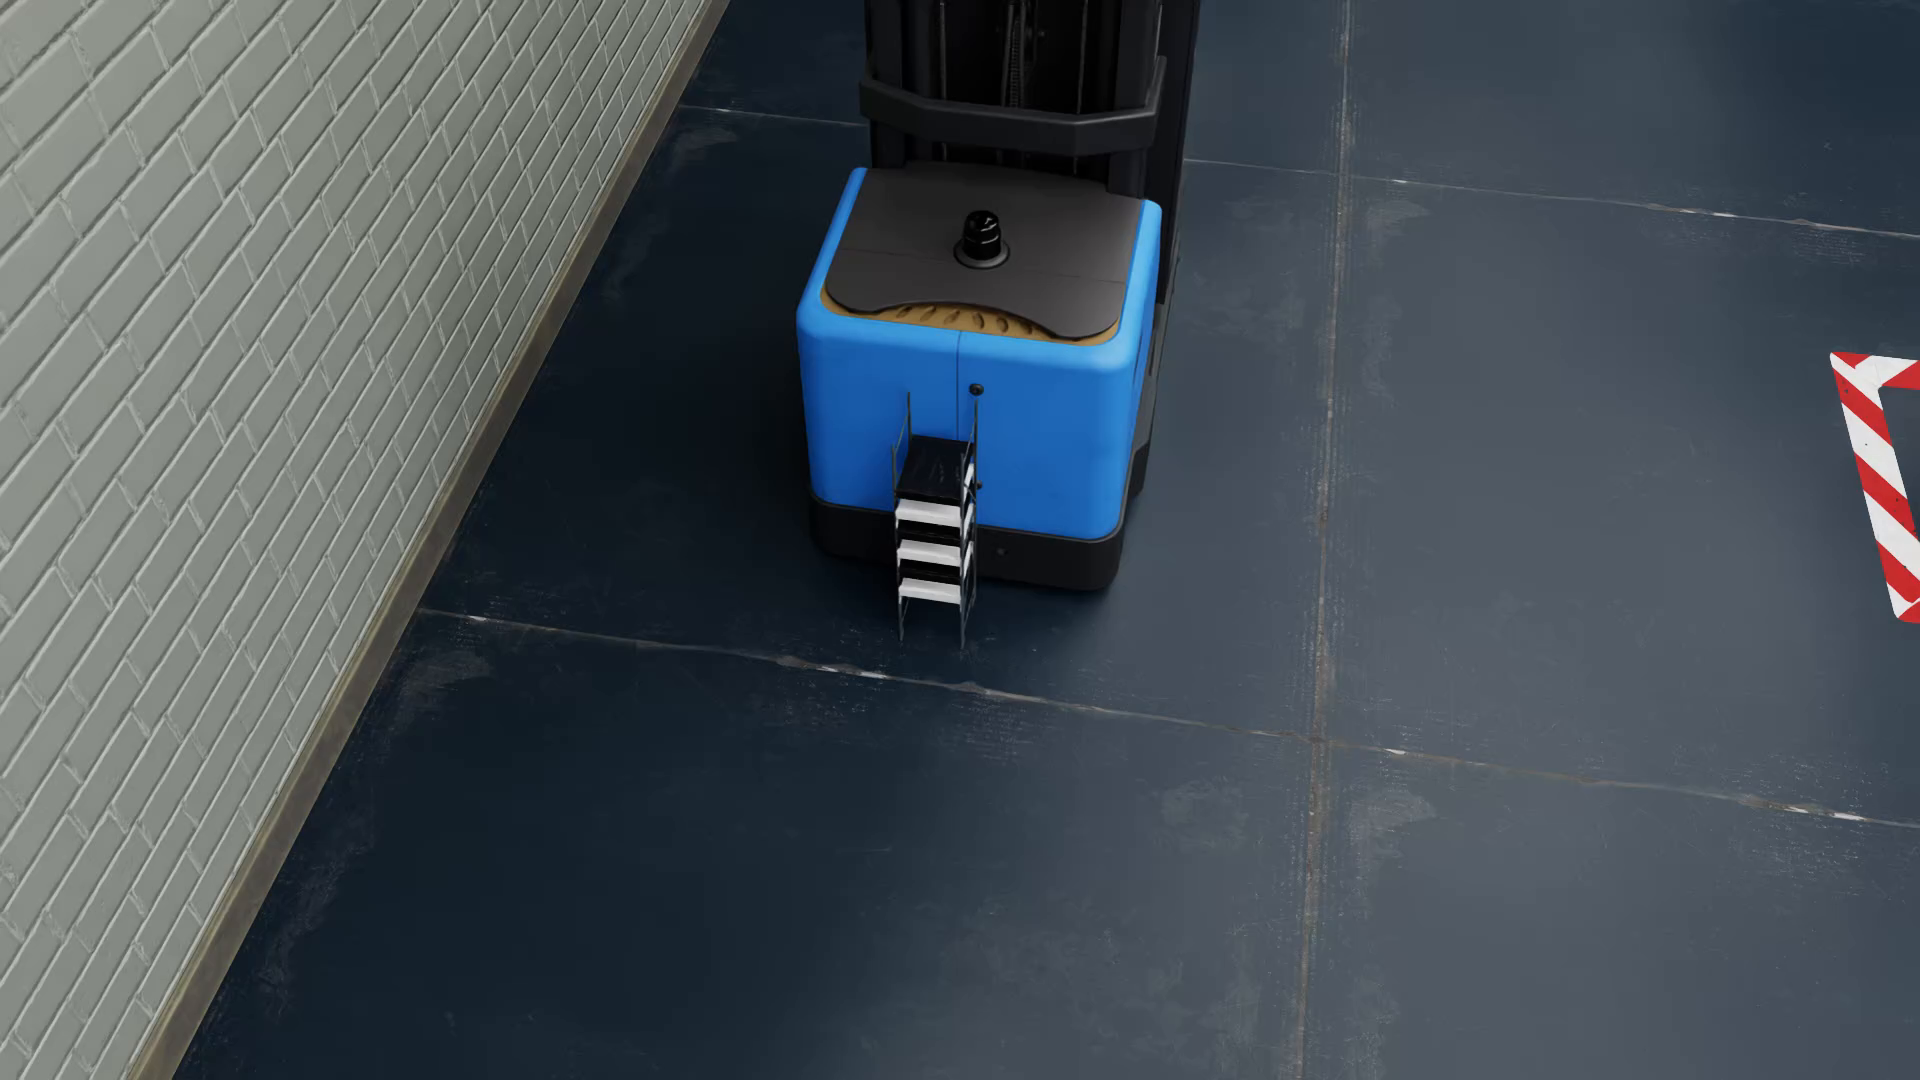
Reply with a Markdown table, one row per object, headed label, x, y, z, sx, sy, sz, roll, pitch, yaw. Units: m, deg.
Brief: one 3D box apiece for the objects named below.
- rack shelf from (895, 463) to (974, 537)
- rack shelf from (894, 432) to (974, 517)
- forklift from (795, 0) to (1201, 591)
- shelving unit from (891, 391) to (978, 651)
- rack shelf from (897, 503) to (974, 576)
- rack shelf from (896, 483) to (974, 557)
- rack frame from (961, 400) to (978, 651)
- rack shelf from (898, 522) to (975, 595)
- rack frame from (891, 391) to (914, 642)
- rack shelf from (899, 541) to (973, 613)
| label | x | y | z | sx | sy | sz | roll | pitch | yaw |
| --- | --- | --- | --- | --- | --- | --- | --- | --- | --- |
| rack shelf | -0.072 | -0.139 | 5.072 | 0.200 | 0.077 | 0.258 | 8 | 49 | 7 |
| rack shelf | -0.072 | -0.199 | 5.005 | 0.200 | 0.077 | 0.258 | 8 | 49 | 7 |
| forklift | 0.276 | -1.930 | 5.513 | 1.130 | 2.935 | 3.031 | 8 | 49 | 7 |
| shelving unit | -0.072 | -0.041 | 5.182 | 0.210 | 0.900 | 0.258 | 8 | 49 | 7 |
| rack shelf | -0.072 | -0.019 | 5.206 | 0.200 | 0.077 | 0.258 | 8 | 49 | 7 |
| rack shelf | -0.072 | -0.079 | 5.139 | 0.200 | 0.077 | 0.258 | 8 | 49 | 7 |
| rack frame | 0.028 | -0.027 | 5.169 | 0.006 | 0.900 | 0.240 | 8 | 49 | 7 |
| rack shelf | -0.072 | 0.041 | 5.273 | 0.200 | 0.077 | 0.258 | 8 | 49 | 7 |
| rack frame | -0.172 | -0.055 | 5.194 | 0.006 | 0.900 | 0.240 | 8 | 49 | 7 |
| rack shelf | -0.072 | 0.101 | 5.341 | 0.200 | 0.077 | 0.258 | 8 | 49 | 7 |
